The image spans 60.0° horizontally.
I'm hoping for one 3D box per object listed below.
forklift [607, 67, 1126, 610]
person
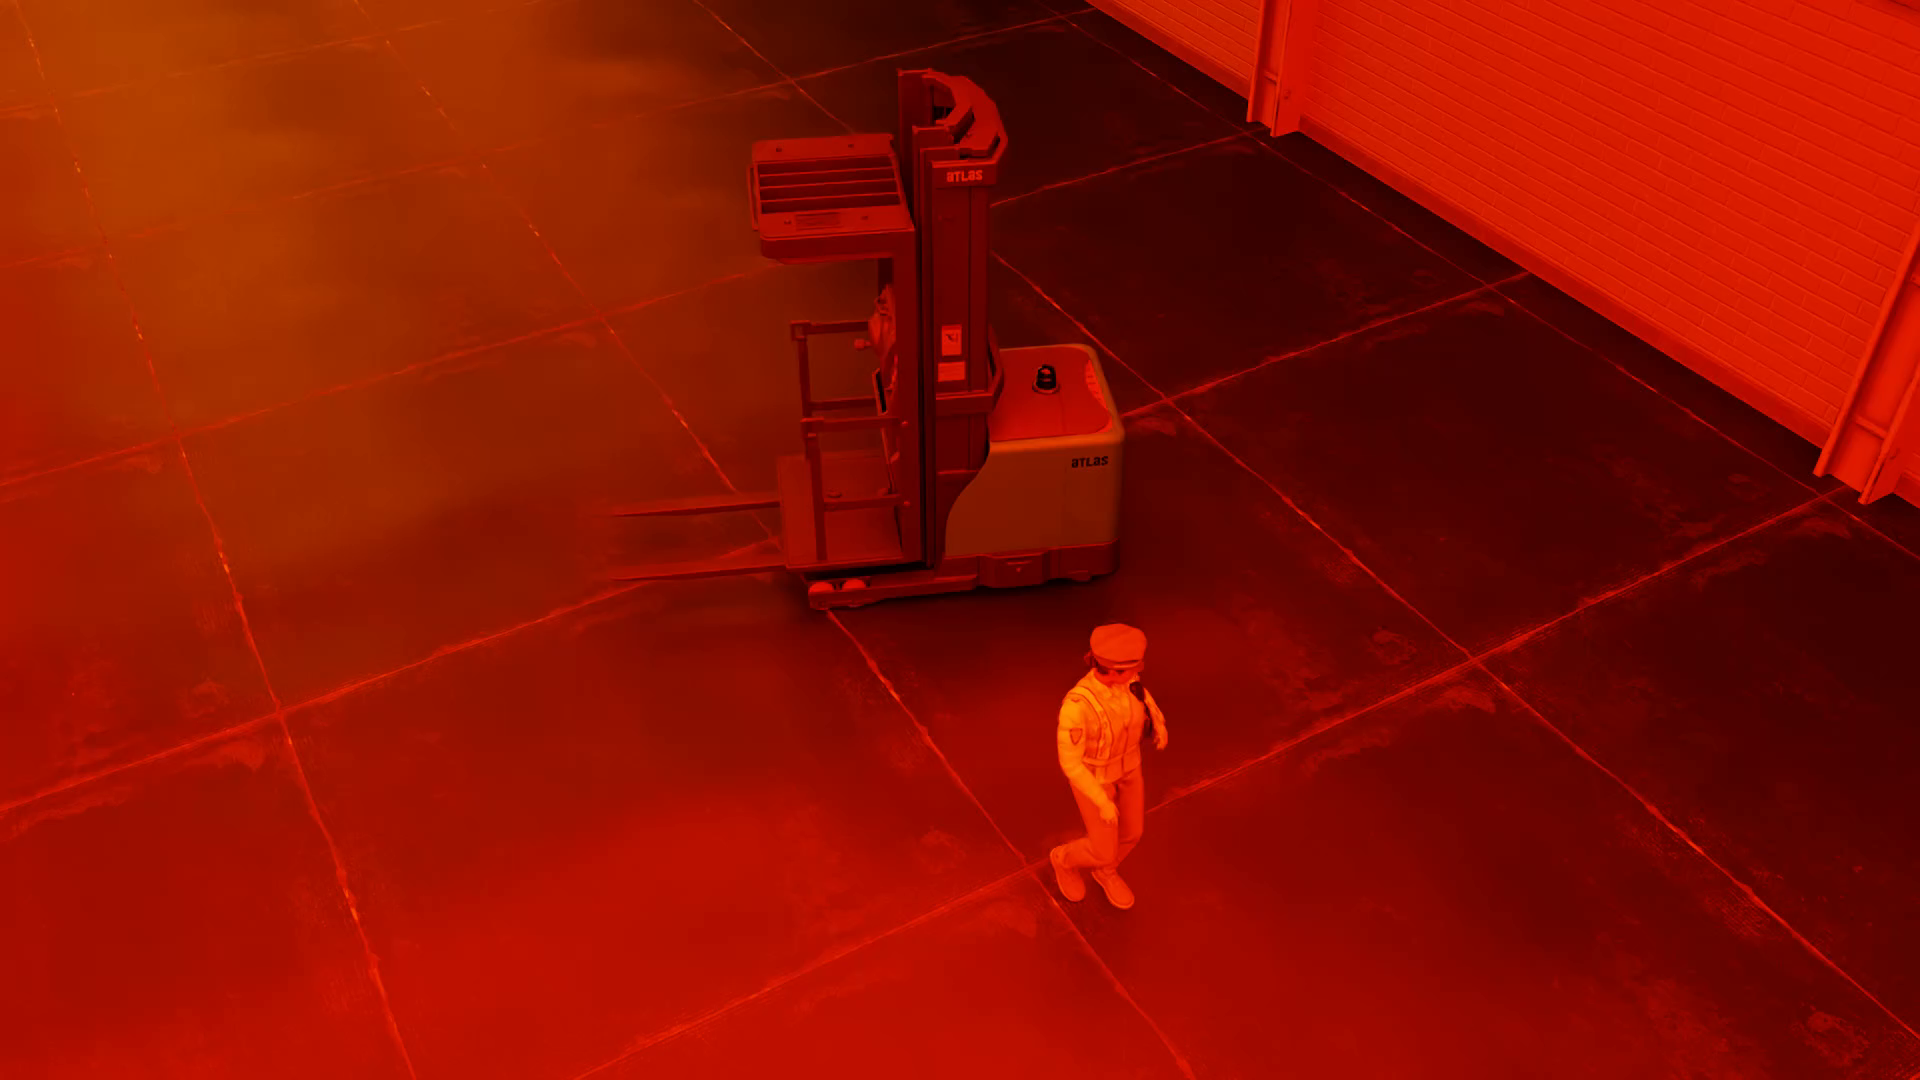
[{"bbox_3d":[-0.604,-1.075,9.332,3.031,2.935,1.130,-5,40,-6],"label":"forklift"},{"bbox_3d":[0.738,1.078,7.761,0.707,1.635,0.433,-27,47,-29],"label":"person"}]
